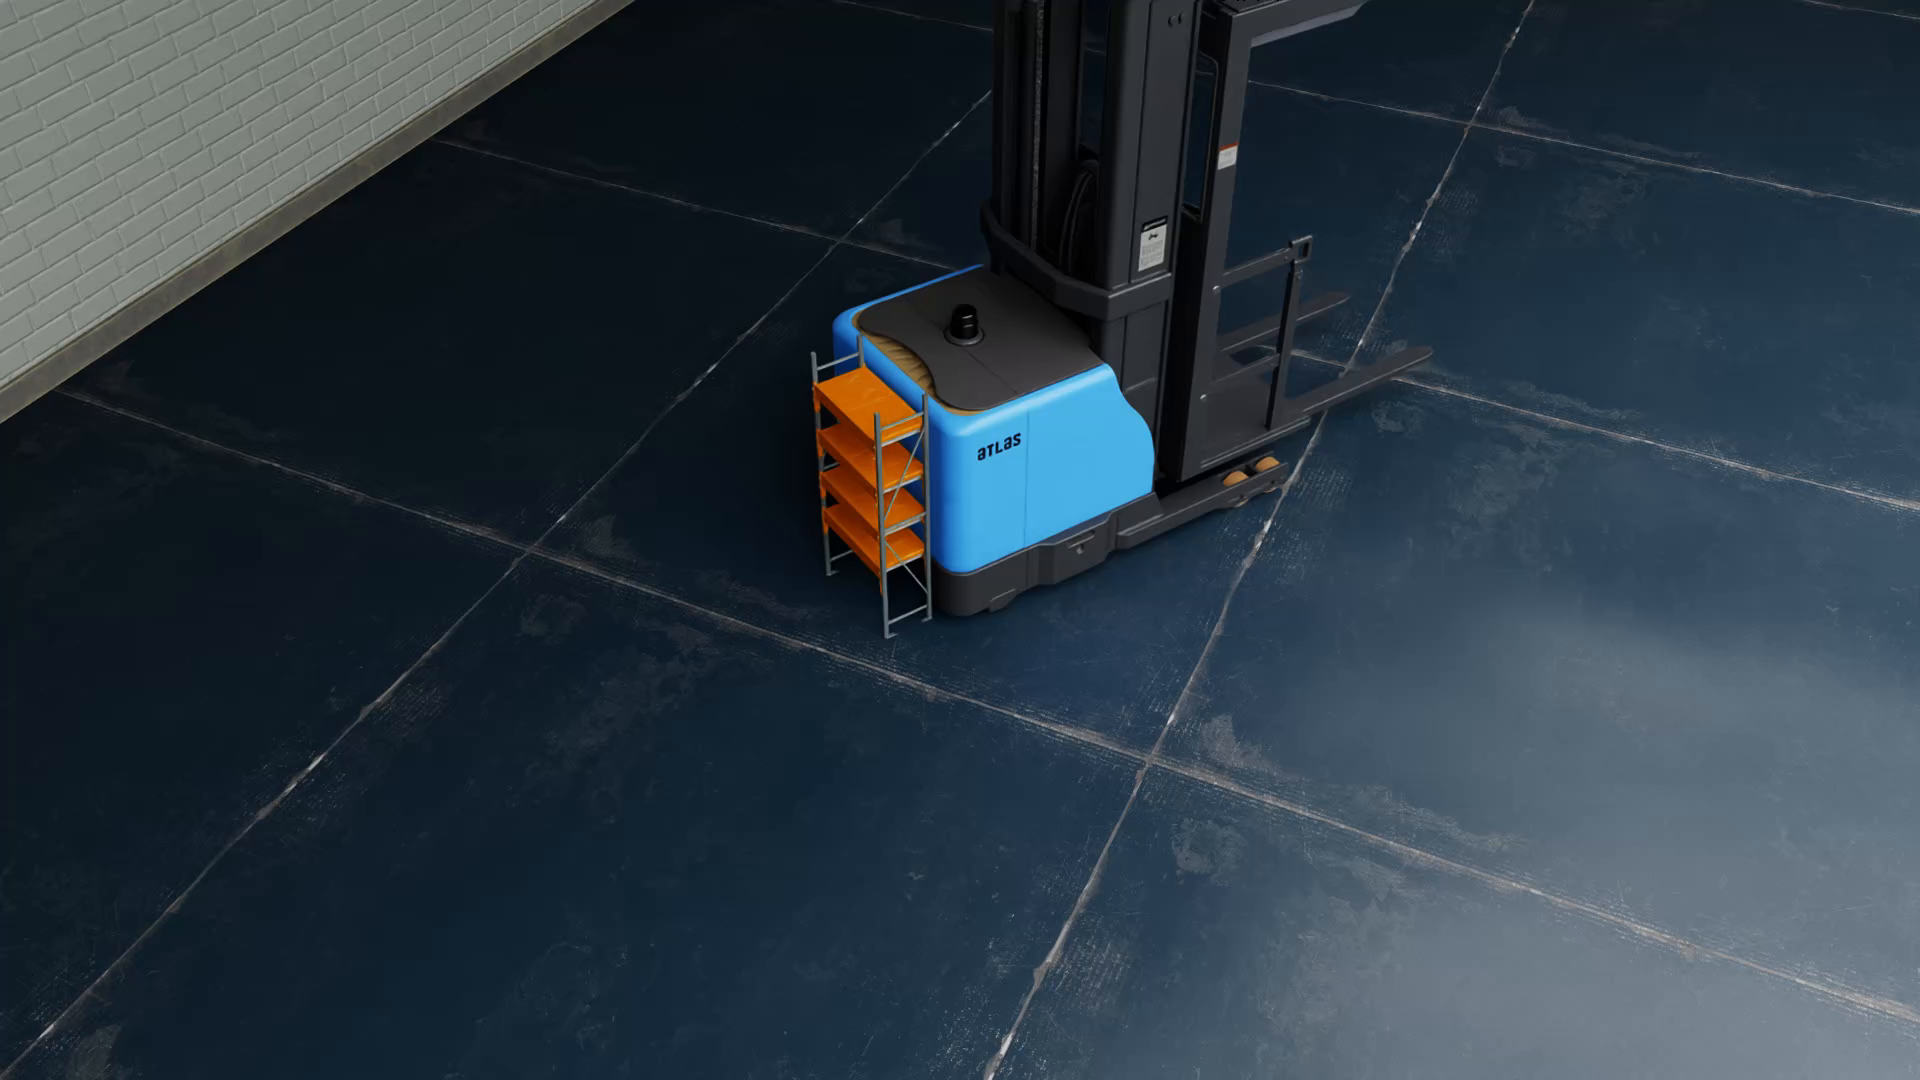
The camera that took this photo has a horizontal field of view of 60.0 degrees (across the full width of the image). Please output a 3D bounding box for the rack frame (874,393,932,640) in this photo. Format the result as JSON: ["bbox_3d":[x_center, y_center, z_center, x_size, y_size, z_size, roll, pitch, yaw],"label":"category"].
[{"bbox_3d":[-0.226,-0.072,6.801,0.240,1.200,0.015,-24,46,-25],"label":"rack frame"}]

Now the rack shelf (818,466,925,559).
[{"bbox_3d":[-0.362,-0.154,6.998,0.258,0.148,0.480,-24,46,-25],"label":"rack shelf"}]

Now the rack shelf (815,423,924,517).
[{"bbox_3d":[-0.362,-0.323,6.851,0.258,0.148,0.480,-24,46,-25],"label":"rack shelf"}]

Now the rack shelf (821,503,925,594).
[{"bbox_3d":[-0.362,-0.004,7.128,0.258,0.148,0.480,-24,46,-25],"label":"rack shelf"}]

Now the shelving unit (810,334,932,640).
[{"bbox_3d":[-0.362,-0.204,6.954,0.258,1.200,0.503,-24,46,-25],"label":"shelving unit"}]

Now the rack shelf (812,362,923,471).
[{"bbox_3d":[-0.362,-0.501,6.696,0.258,0.148,0.480,-24,46,-25],"label":"rack shelf"}]

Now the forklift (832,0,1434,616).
[{"bbox_3d":[0.949,-1.530,7.161,3.031,2.935,1.130,-23,46,-25],"label":"forklift"}]

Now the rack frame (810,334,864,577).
[{"bbox_3d":[-0.499,-0.337,7.107,0.240,1.200,0.015,-24,46,-25],"label":"rack frame"}]
